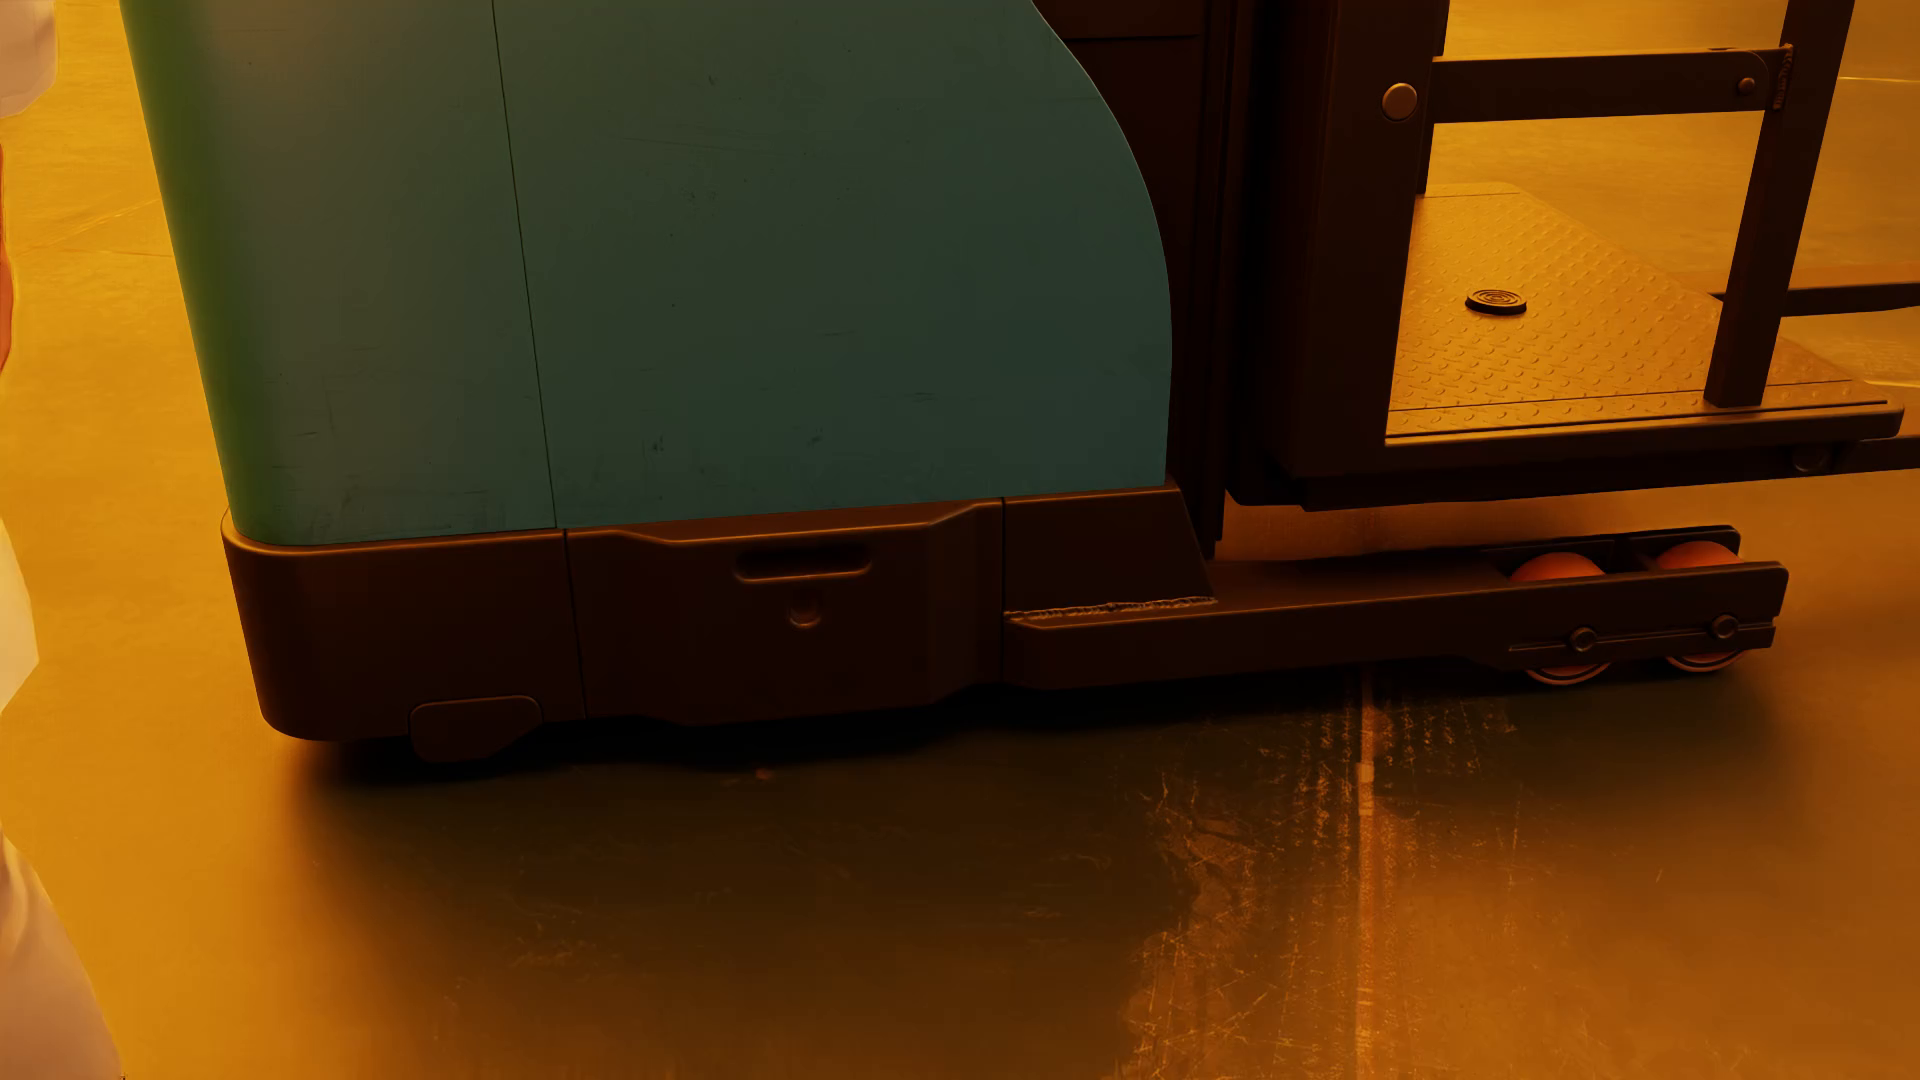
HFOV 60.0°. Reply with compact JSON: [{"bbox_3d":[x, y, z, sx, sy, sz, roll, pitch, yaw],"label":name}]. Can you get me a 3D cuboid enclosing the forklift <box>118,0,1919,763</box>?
[{"bbox_3d":[0.600,-1.354,1.930,3.031,2.935,1.130,-4,27,-9],"label":"forklift"}]
